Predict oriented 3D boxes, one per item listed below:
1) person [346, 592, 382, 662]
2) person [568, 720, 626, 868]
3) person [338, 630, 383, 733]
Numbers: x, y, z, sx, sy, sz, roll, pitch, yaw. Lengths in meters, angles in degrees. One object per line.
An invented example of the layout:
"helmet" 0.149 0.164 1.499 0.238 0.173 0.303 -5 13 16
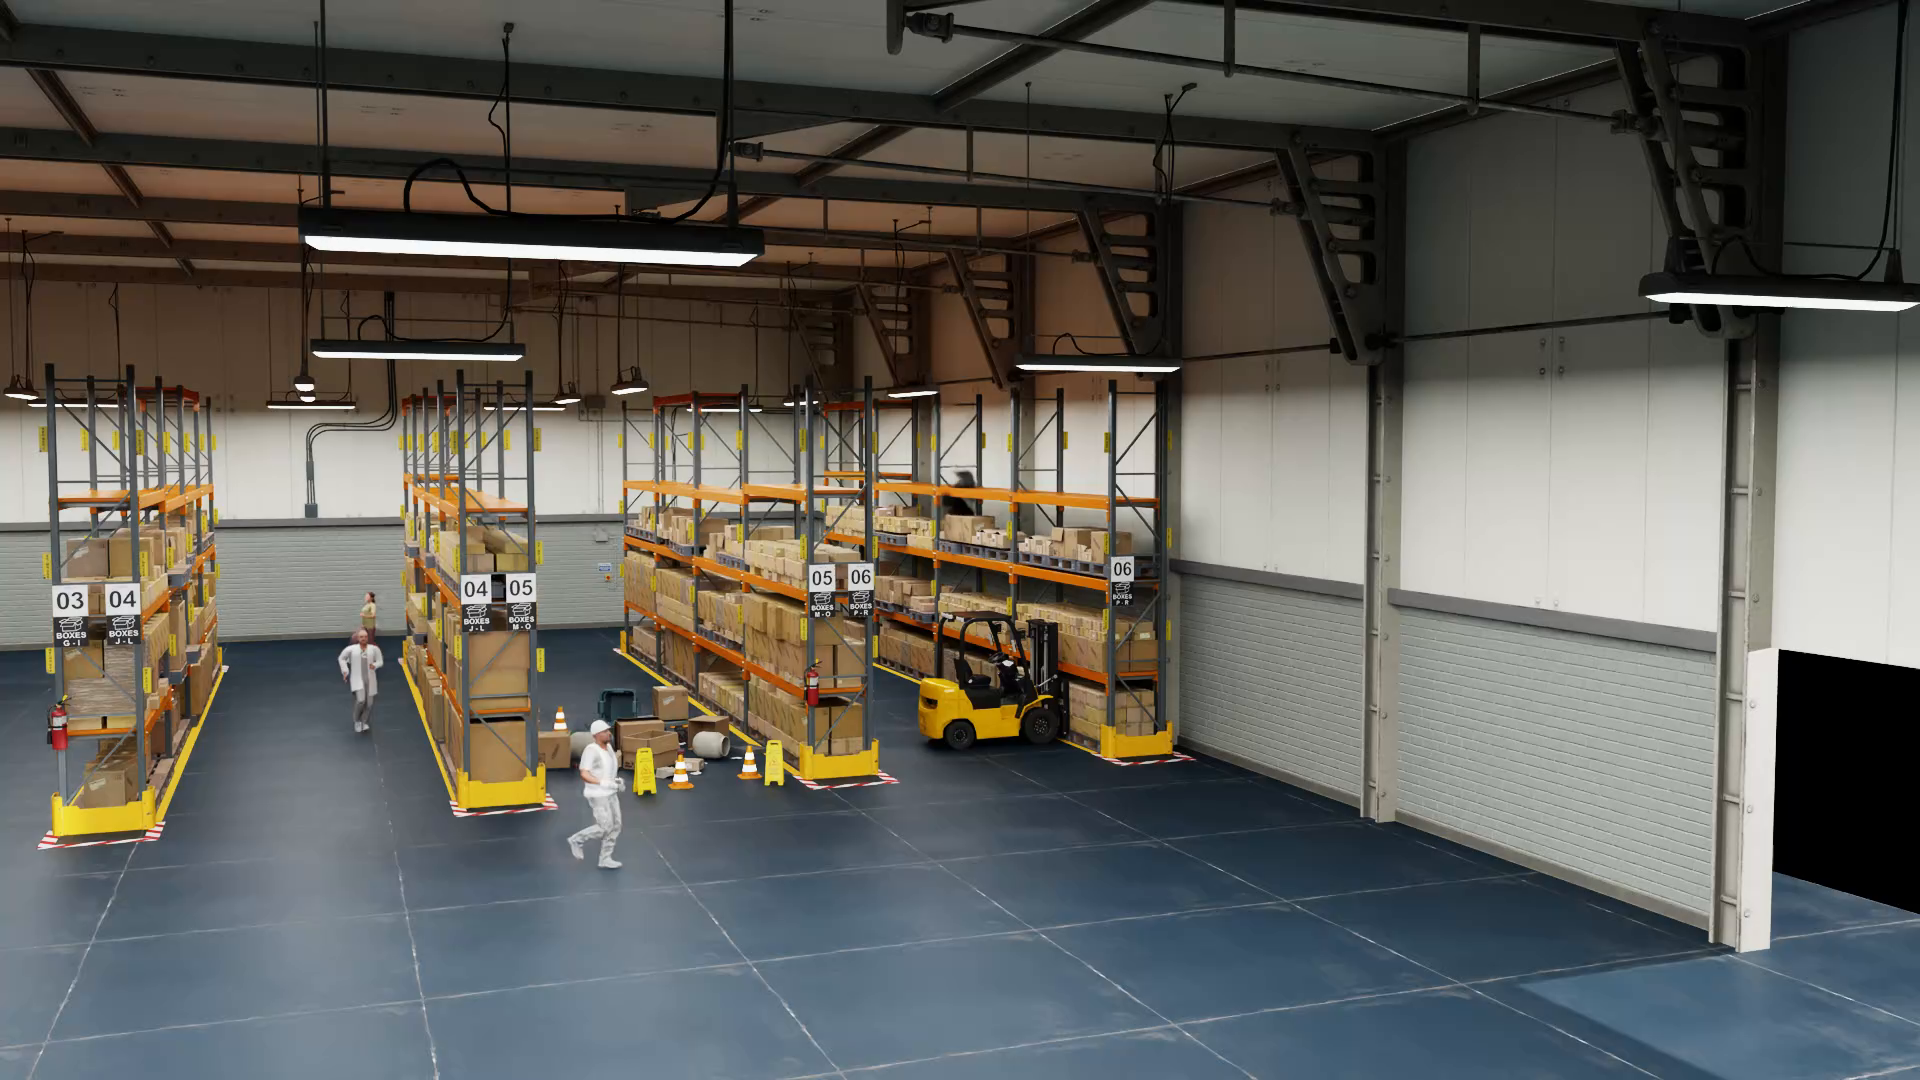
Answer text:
"person" -13.569 1.986 37.979 0.585 1.602 0.949 3 4 38
"person" -4.262 2.986 19.579 0.671 1.741 0.677 1 3 12
"person" -10.287 2.439 28.665 0.680 1.759 0.744 -2 4 -33
